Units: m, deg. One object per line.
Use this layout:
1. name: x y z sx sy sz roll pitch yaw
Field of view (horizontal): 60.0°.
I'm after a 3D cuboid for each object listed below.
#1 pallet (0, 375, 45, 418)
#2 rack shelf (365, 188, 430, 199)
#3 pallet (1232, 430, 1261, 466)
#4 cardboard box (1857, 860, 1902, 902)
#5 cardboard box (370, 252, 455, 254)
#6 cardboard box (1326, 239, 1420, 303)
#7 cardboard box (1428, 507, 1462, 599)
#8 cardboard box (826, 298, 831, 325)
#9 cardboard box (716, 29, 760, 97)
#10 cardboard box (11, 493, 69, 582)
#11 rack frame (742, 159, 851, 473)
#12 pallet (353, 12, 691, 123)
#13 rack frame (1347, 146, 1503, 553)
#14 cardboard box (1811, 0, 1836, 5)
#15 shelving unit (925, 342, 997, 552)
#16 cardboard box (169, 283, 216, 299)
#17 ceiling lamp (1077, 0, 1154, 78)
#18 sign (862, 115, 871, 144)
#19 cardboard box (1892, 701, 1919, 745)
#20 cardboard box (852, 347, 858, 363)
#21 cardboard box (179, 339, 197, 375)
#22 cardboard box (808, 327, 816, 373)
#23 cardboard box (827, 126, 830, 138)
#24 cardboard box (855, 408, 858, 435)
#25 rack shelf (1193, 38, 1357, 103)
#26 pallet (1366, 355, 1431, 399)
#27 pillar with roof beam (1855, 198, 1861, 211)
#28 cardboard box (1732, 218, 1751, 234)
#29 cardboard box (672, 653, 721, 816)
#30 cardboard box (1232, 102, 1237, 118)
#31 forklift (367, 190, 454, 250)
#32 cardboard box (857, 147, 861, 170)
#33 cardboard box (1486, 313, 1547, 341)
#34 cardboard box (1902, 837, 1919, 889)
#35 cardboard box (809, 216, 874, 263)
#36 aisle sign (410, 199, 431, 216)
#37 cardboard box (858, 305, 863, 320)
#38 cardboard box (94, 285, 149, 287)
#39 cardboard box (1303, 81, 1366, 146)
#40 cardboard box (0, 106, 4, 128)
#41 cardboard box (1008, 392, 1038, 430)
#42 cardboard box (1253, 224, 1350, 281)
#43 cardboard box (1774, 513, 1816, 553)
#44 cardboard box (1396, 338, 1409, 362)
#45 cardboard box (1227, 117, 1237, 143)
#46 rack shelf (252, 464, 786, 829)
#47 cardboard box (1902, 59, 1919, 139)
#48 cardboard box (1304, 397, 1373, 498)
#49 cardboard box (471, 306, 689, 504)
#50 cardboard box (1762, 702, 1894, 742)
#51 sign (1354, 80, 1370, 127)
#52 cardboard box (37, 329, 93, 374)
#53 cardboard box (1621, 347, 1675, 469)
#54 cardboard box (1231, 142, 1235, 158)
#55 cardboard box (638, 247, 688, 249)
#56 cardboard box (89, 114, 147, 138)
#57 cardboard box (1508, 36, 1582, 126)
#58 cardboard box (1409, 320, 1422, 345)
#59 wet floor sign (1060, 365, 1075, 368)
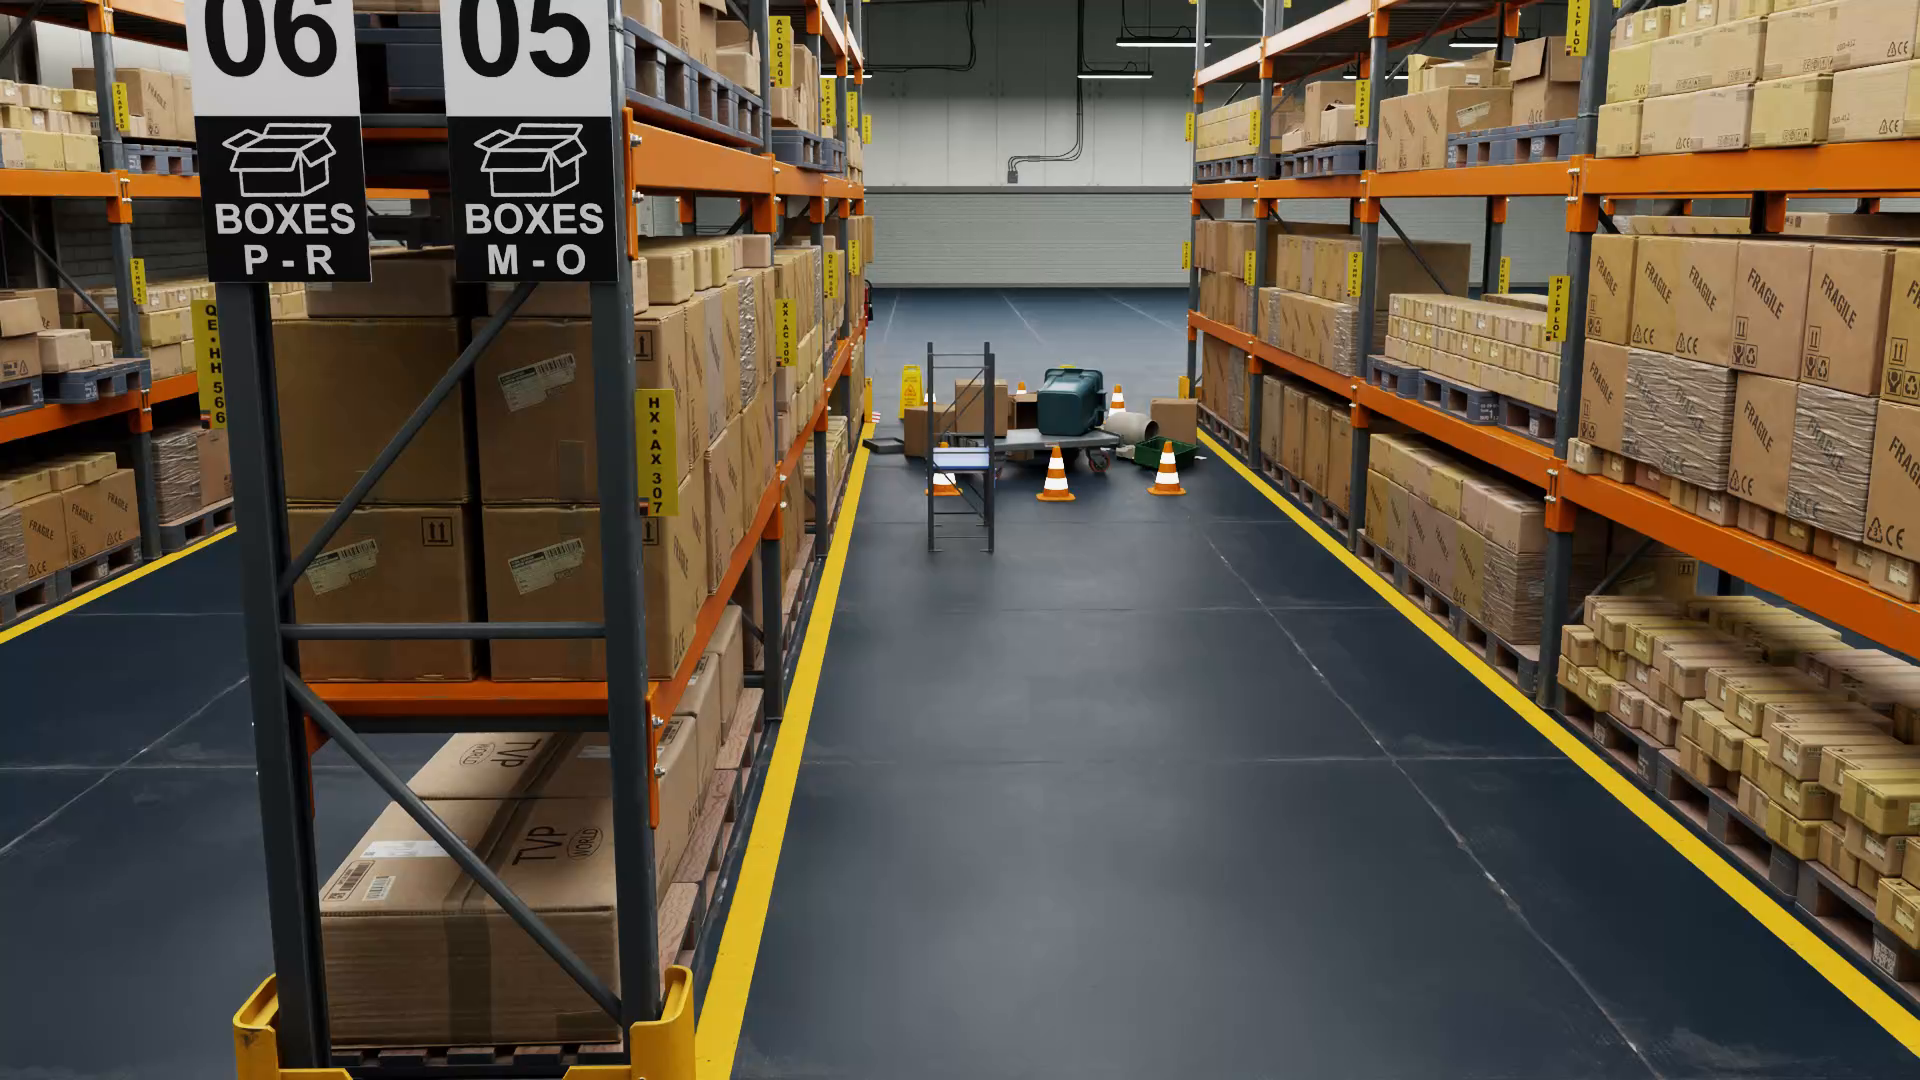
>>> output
1. pallet: -6.408 -0.845 10.162 1.003 0.211 1.213 0 11 -1
2. rack shelf: -6.577 -3.636 17.700 1.077 0.370 4.000 0 11 -1
3. pallet: 3.436 -0.967 17.295 1.003 0.211 1.213 0 11 -1
4. cardboard box: 3.377 1.187 5.776 0.380 0.149 0.250 0 11 -1
5. cardboard box: -1.651 -0.785 4.987 0.380 0.149 0.250 0 11 -2
6. cardboard box: 3.433 -2.218 13.680 0.700 0.500 0.500 0 11 -2
7. cardboard box: 3.255 0.077 10.364 0.500 0.500 0.500 0 11 -2
8. cardboard box: -1.286 -1.941 13.027 0.500 0.500 0.500 0 11 2
9. cardboard box: -1.075 -2.085 7.277 0.396 0.266 0.258 0 11 1
10. cardboard box: -6.216 -0.019 10.841 0.500 0.500 0.500 0 11 1
11. rack frame: -1.573 -2.142 16.071 1.000 3.000 0.127 0 11 -1
12. pallet: -1.351 -1.330 4.751 1.003 0.211 1.213 0 11 -1
13. rack frame: 3.456 -1.387 12.351 1.000 3.000 0.127 0 11 -1
14. cardboard box: 3.311 -2.005 5.968 0.380 0.149 0.250 -1 11 -3
15. shelving unit: -0.002 -0.752 12.994 0.538 1.500 1.048 0 11 -1
16. cardboard box: -6.202 -2.013 13.556 0.380 0.149 0.250 0 11 0
17. ceiling lamp: 4.092 -13.820 43.864 2.000 3.185 0.800 0 11 -1
18. sign: -1.100 -4.839 19.596 0.100 0.325 0.005 0 11 -1
19. cardboard box: 3.904 0.736 6.505 0.380 0.149 0.250 0 11 0
20. cardboard box: -1.270 -1.931 17.375 0.380 0.149 0.250 0 11 1
21. cardboard box: -6.223 -1.441 12.995 0.500 0.250 0.500 0 11 -2
22. cardboard box: -1.181 -1.219 10.644 0.500 0.250 0.500 -1 11 -3
23. cardboard box: -1.411 -3.528 14.681 0.500 0.250 0.500 0 11 0
24. cardboard box: -1.338 -1.224 17.409 0.500 0.250 0.500 0 11 2
25. rack shelf: 3.332 -4.971 17.745 1.077 0.370 4.000 0 11 -1
26. pallet: 3.578 -1.152 11.674 1.213 0.211 1.003 0 11 -1
27. pillar with roof beam: 19.188 -10.596 42.656 9.100 9.000 0.548 0 11 -1
28. cardboard box: 8.050 -2.956 16.568 0.500 0.500 0.500 0 11 -1
29. cardboard box: -1.483 0.802 6.951 0.875 0.438 0.875 -1 11 -3
30. cardboard box: 3.026 -4.447 17.211 0.380 0.149 0.250 0 11 -1
31. forklift: -3.909 -1.506 13.110 3.031 2.935 1.130 11 16 42
32. cardboard box: -1.351 -4.175 18.181 0.500 0.250 0.500 0 11 0
33. cardboard box: 3.319 -1.251 9.760 0.380 0.149 0.250 -1 11 -3
34. cardboard box: 3.374 1.093 5.493 0.380 0.149 0.250 -1 11 -2
35. cardboard box: -1.311 -3.319 18.362 0.700 0.500 0.500 0 11 -2
36. aisle sign: -6.326 -4.204 19.698 0.394 0.787 0.004 0 11 -1
37. cardboard box: -1.299 -2.588 18.904 0.380 0.149 0.250 0 11 0
38. cardboard box: -6.726 -1.960 13.294 0.380 0.149 0.250 0 11 -1
39. cardboard box: 3.141 -3.505 13.689 0.500 0.500 0.500 0 11 -1
40. cardboard box: -6.235 -2.645 10.382 0.380 0.149 0.250 0 11 -1
41. cardboard box: 0.912 -1.375 18.569 0.797 0.503 0.637 -10 15 -40
42. cardboard box: 3.401 -2.858 16.511 0.875 0.550 0.550 0 11 -1
43. cardboard box: 3.372 -0.046 6.375 0.380 0.149 0.250 0 11 0
44. cardboard box: 3.269 -1.327 11.629 0.380 0.149 0.250 0 11 2
45. cardboard box: 3.088 -4.276 17.369 0.500 0.250 0.500 0 11 -2
46. rack shelf: -1.366 0.199 6.345 1.077 0.370 4.000 0 11 -1
47. cardboard box: 3.330 -1.384 5.169 0.500 0.250 0.500 0 11 -1
48. cardboard box: 3.512 -0.785 13.988 1.050 0.750 0.750 0 11 0
49. cardboard box: -1.050 -0.392 4.680 0.500 0.500 0.500 0 11 -2
50. cardboard box: 3.380 0.740 6.485 0.380 0.149 0.250 -1 11 -3
51. sign: 2.901 -3.149 11.991 0.100 0.325 0.005 0 11 -1
52. cardboard box: -6.108 -1.249 10.994 0.500 0.250 0.500 -1 11 -4
53. cardboard box: 3.315 -0.589 7.417 0.500 0.500 0.500 0 11 -1
54. cardboard box: 3.025 -4.057 17.291 0.380 0.149 0.250 0 11 0
55. cardboard box: -1.105 -0.893 5.519 0.380 0.149 0.250 0 11 -1
56. cardboard box: -6.157 -3.006 12.069 0.380 0.166 0.250 0 11 -1
57. cardboard box: 3.639 -2.626 9.598 0.797 0.503 0.637 0 11 -2
58. cardboard box: 3.282 -1.412 11.300 0.380 0.149 0.250 -1 11 -3
59. wet floor sign: 1.311 -1.821 20.412 0.267 0.644 0.232 -2 12 -11
